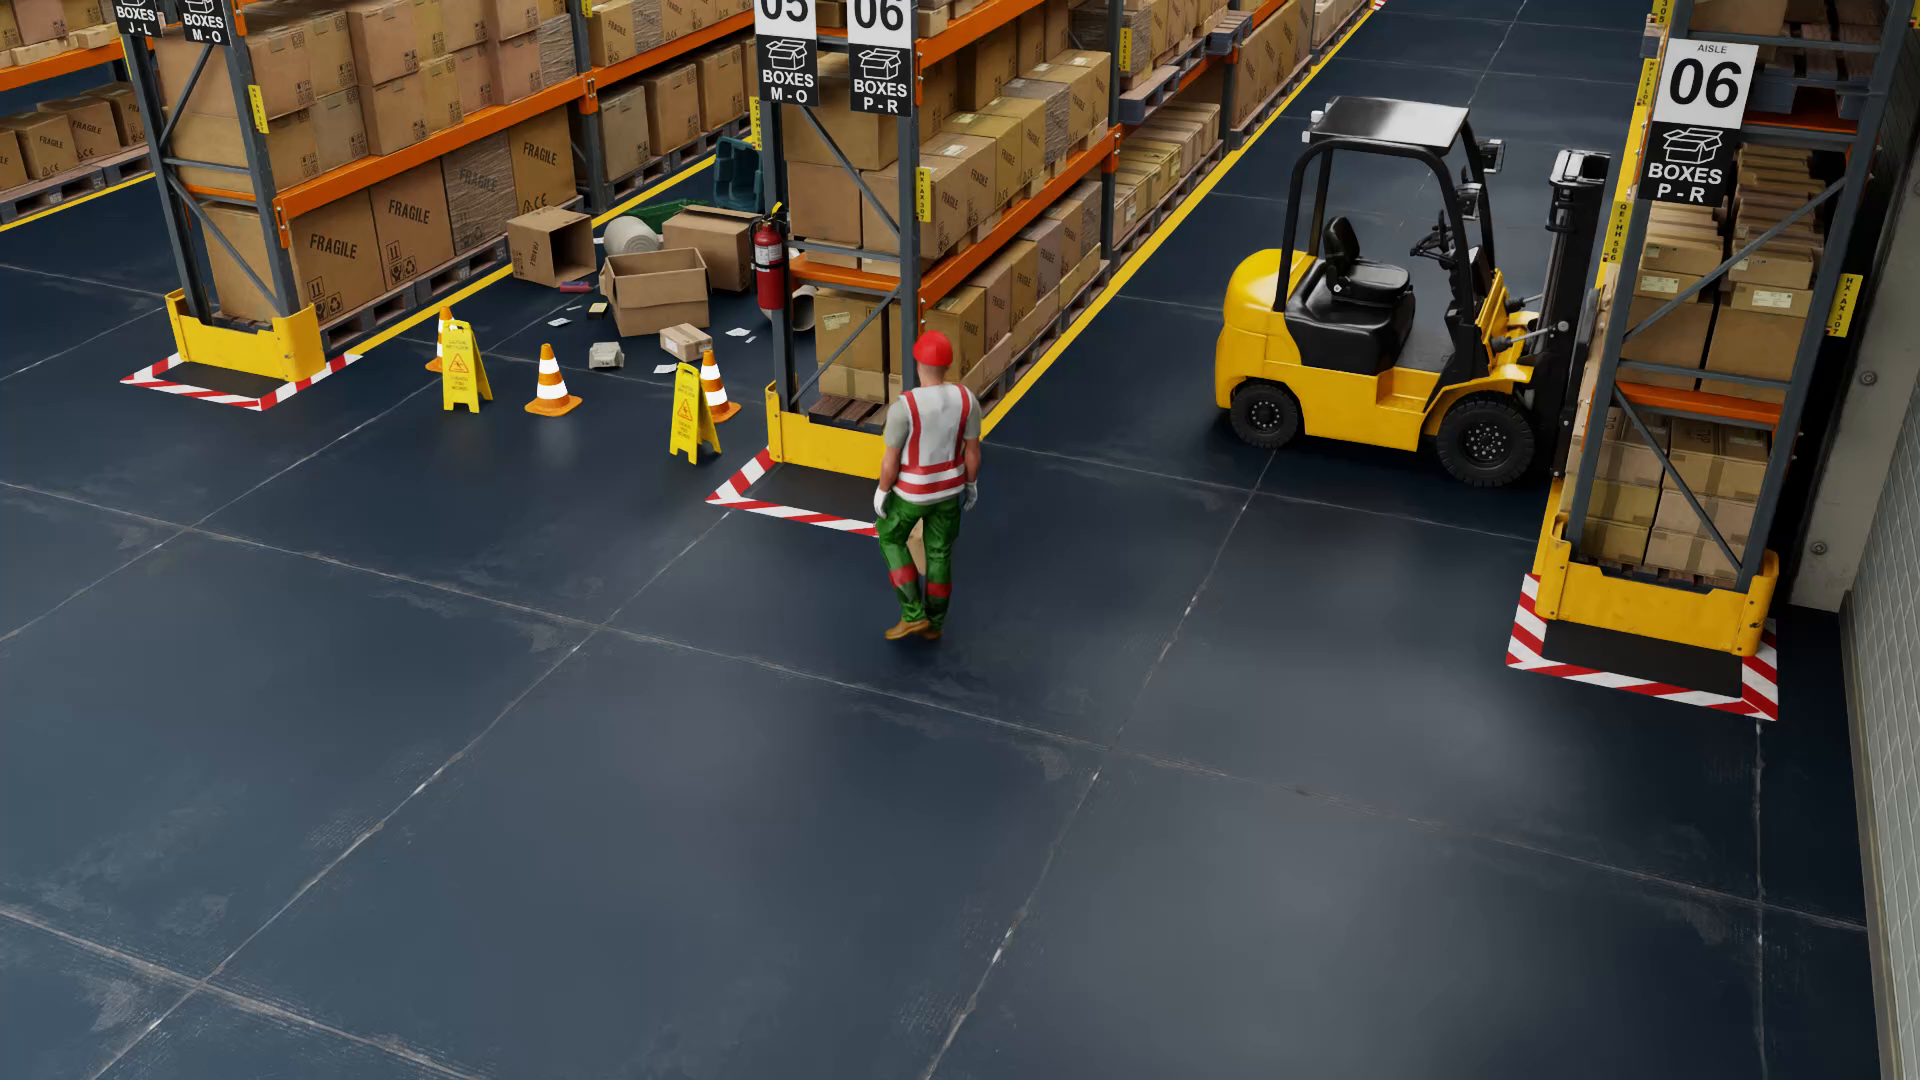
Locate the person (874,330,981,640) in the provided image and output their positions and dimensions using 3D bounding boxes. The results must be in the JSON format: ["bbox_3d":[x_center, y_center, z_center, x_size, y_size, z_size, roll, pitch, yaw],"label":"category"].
[{"bbox_3d":[-0.190,-0.276,8.852,0.559,1.789,0.416,-13,32,-22],"label":"person"}]
